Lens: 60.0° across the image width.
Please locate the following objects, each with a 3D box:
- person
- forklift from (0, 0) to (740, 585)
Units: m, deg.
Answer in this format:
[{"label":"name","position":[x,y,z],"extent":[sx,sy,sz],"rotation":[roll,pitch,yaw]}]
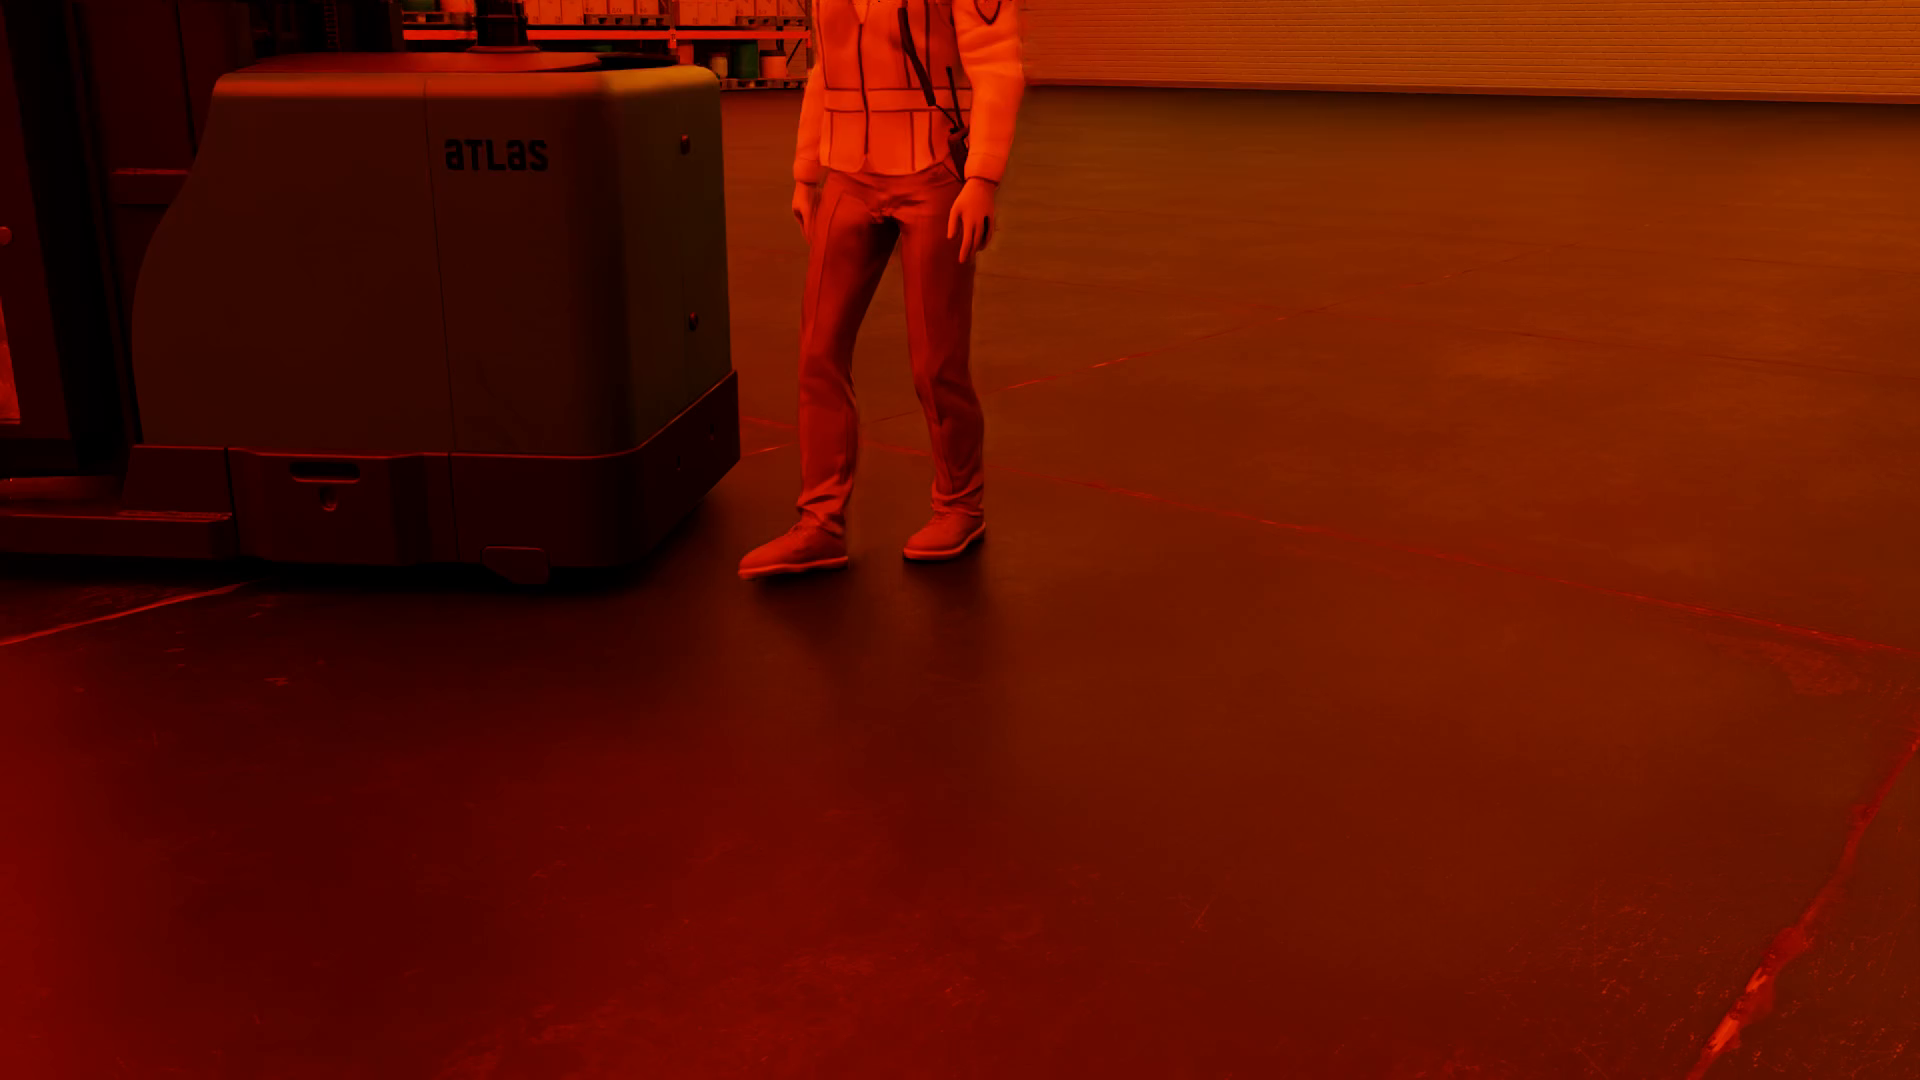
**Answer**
[{"label":"person","position":[-0.168,-0.725,3.512],"extent":[0.652,1.644,0.668],"rotation":[10,20,30]},{"label":"forklift","position":[-2.133,-1.471,3.741],"extent":[3.031,2.935,1.130],"rotation":[2,17,6]}]
